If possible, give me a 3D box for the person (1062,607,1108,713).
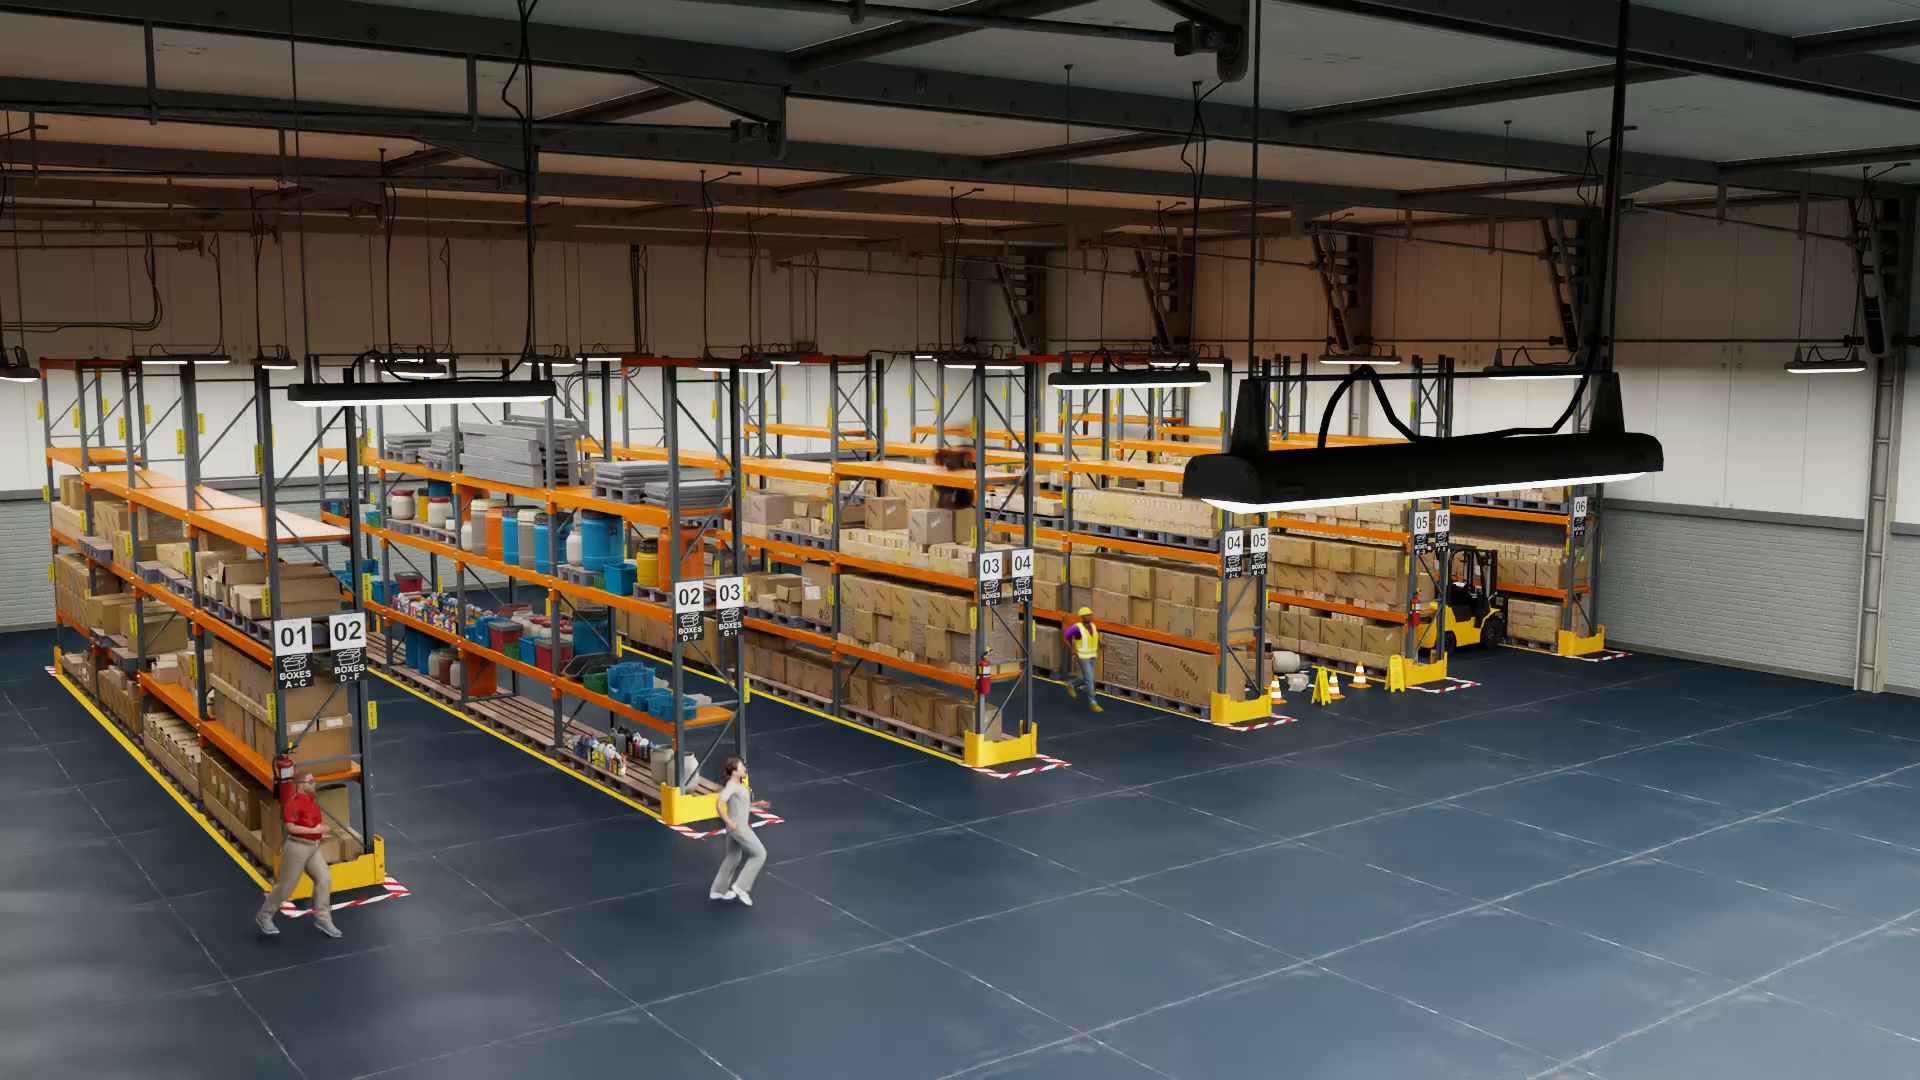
[{"bbox_3d":[2.154,2.034,28.616,0.700,1.766,0.897,-6,9,-42],"label":"person"}]

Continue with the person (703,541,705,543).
[{"bbox_3d":[-6.209,0.808,39.704,0.595,1.556,0.829,0,7,-3],"label":"person"}]

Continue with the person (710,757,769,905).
[{"bbox_3d":[-2.481,3.267,18.690,0.686,1.681,0.538,-1,7,-11],"label":"person"}]

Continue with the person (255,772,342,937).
[{"bbox_3d":[-7.055,3.354,17.807,0.917,1.754,0.694,0,7,3],"label":"person"}]
